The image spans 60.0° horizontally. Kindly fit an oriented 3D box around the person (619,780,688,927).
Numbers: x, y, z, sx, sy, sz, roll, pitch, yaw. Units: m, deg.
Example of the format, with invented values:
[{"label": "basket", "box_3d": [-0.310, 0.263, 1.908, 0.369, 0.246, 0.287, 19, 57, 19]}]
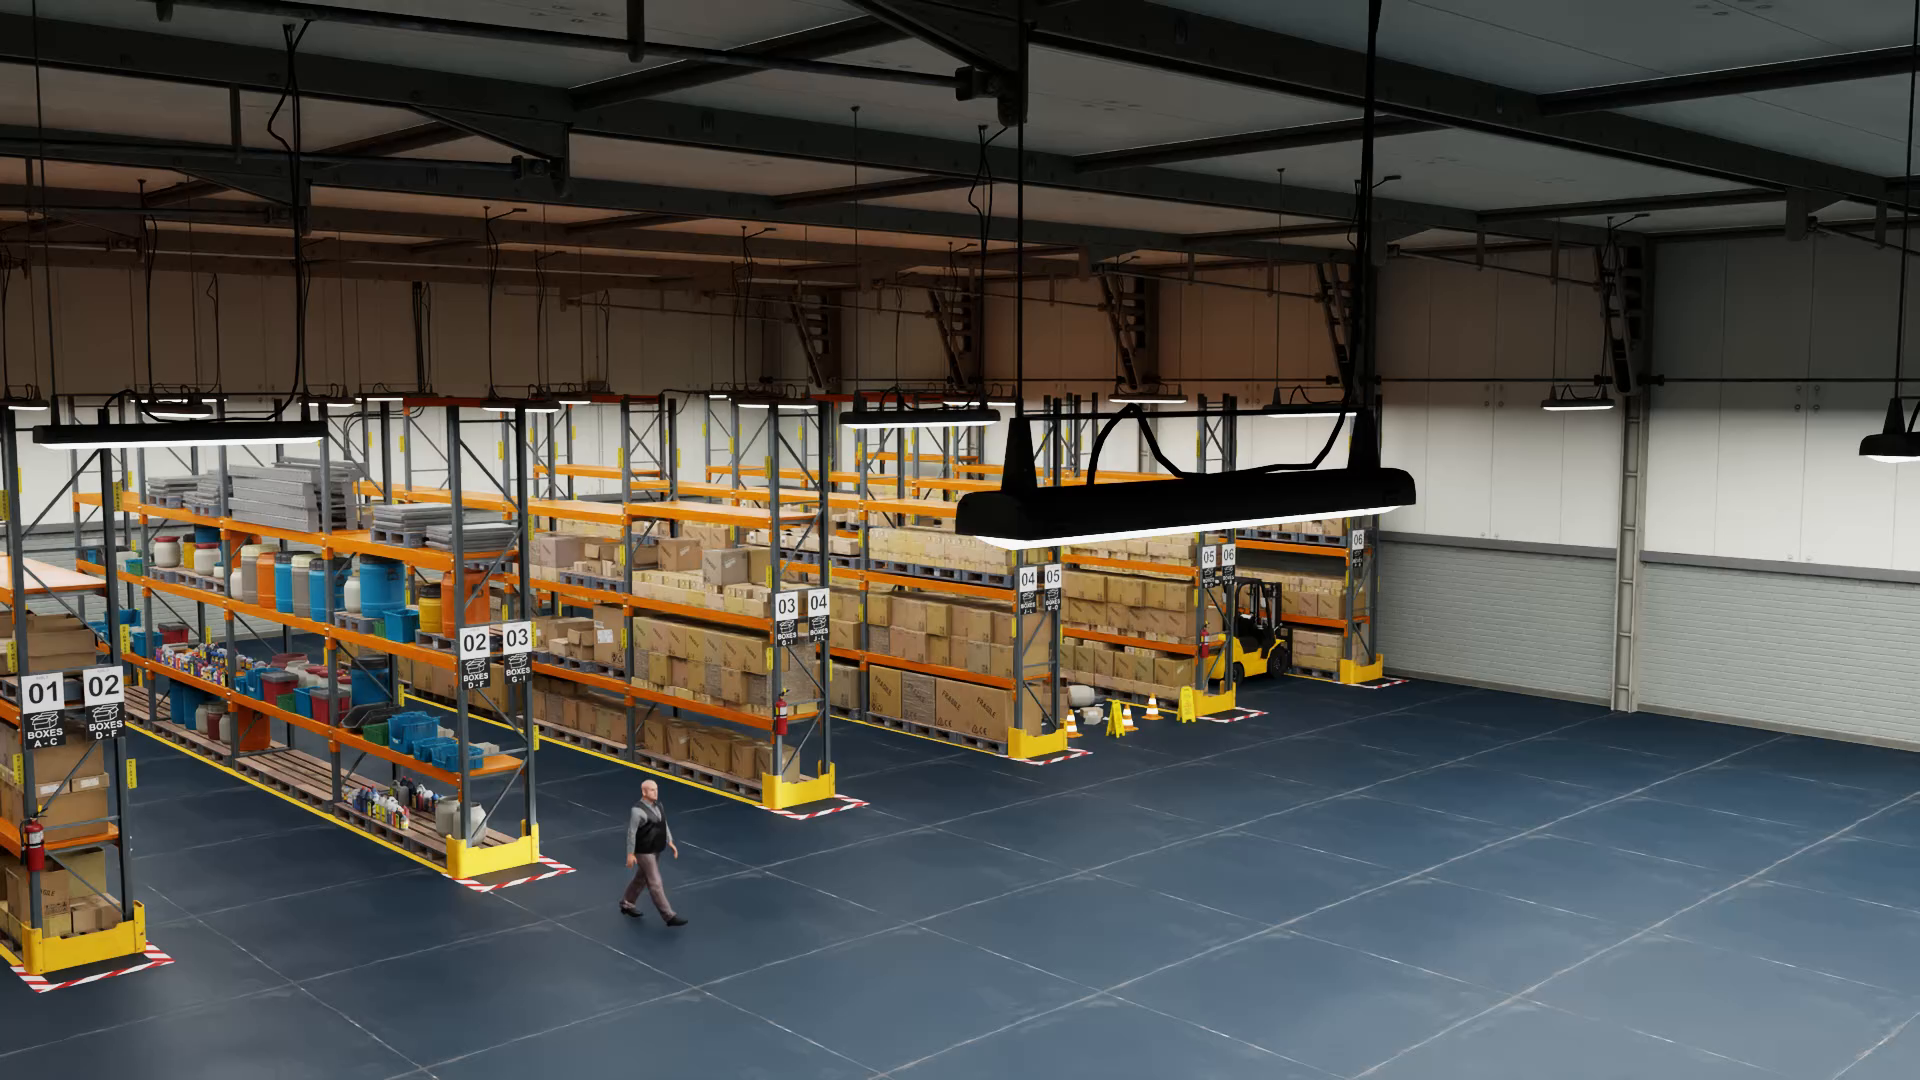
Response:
[{"label": "person", "box_3d": [-3.537, 3.609, 19.297, 1.054, 1.663, 0.570, 2, 6, 18]}]
